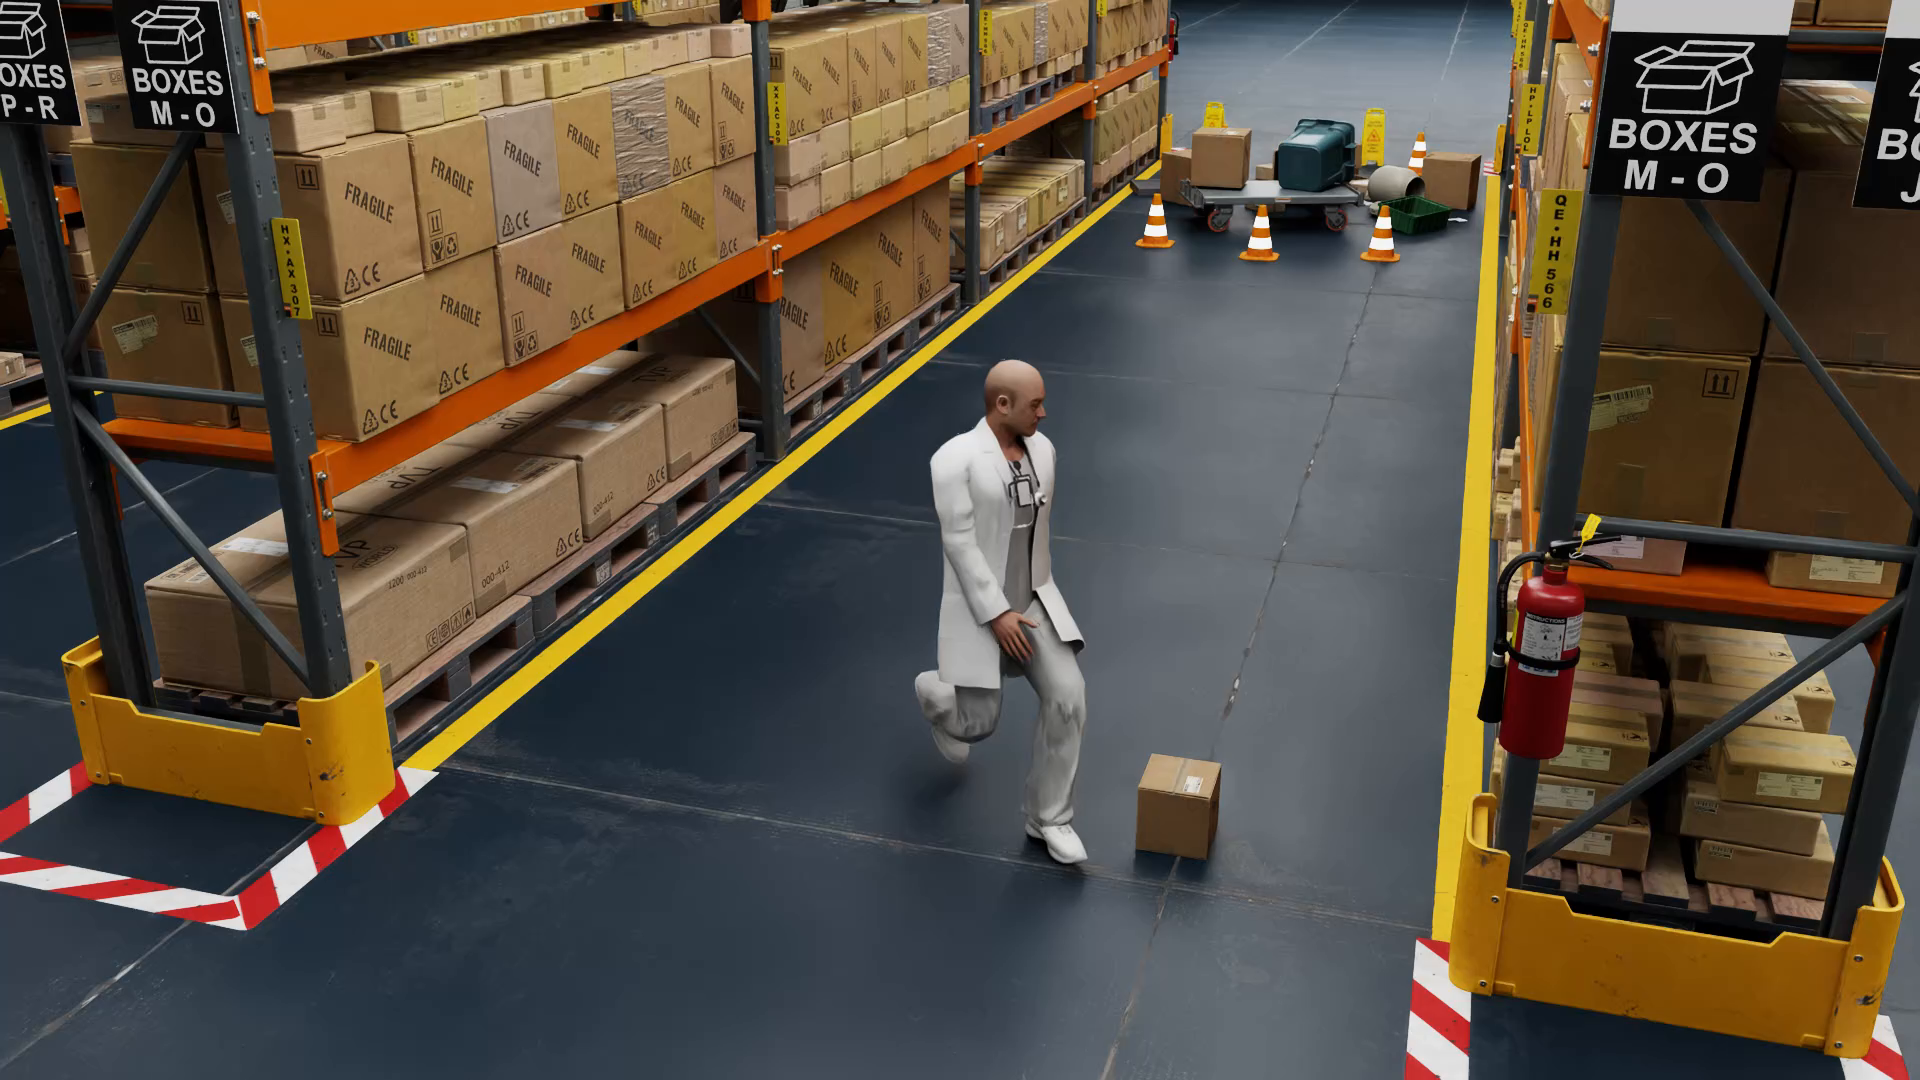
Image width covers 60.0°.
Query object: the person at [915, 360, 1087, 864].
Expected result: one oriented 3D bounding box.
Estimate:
[{"bbox_3d":[7.577,-1.402,9.796,17.732,1.636,1.042,-12,25,-28],"label":"person"}]
